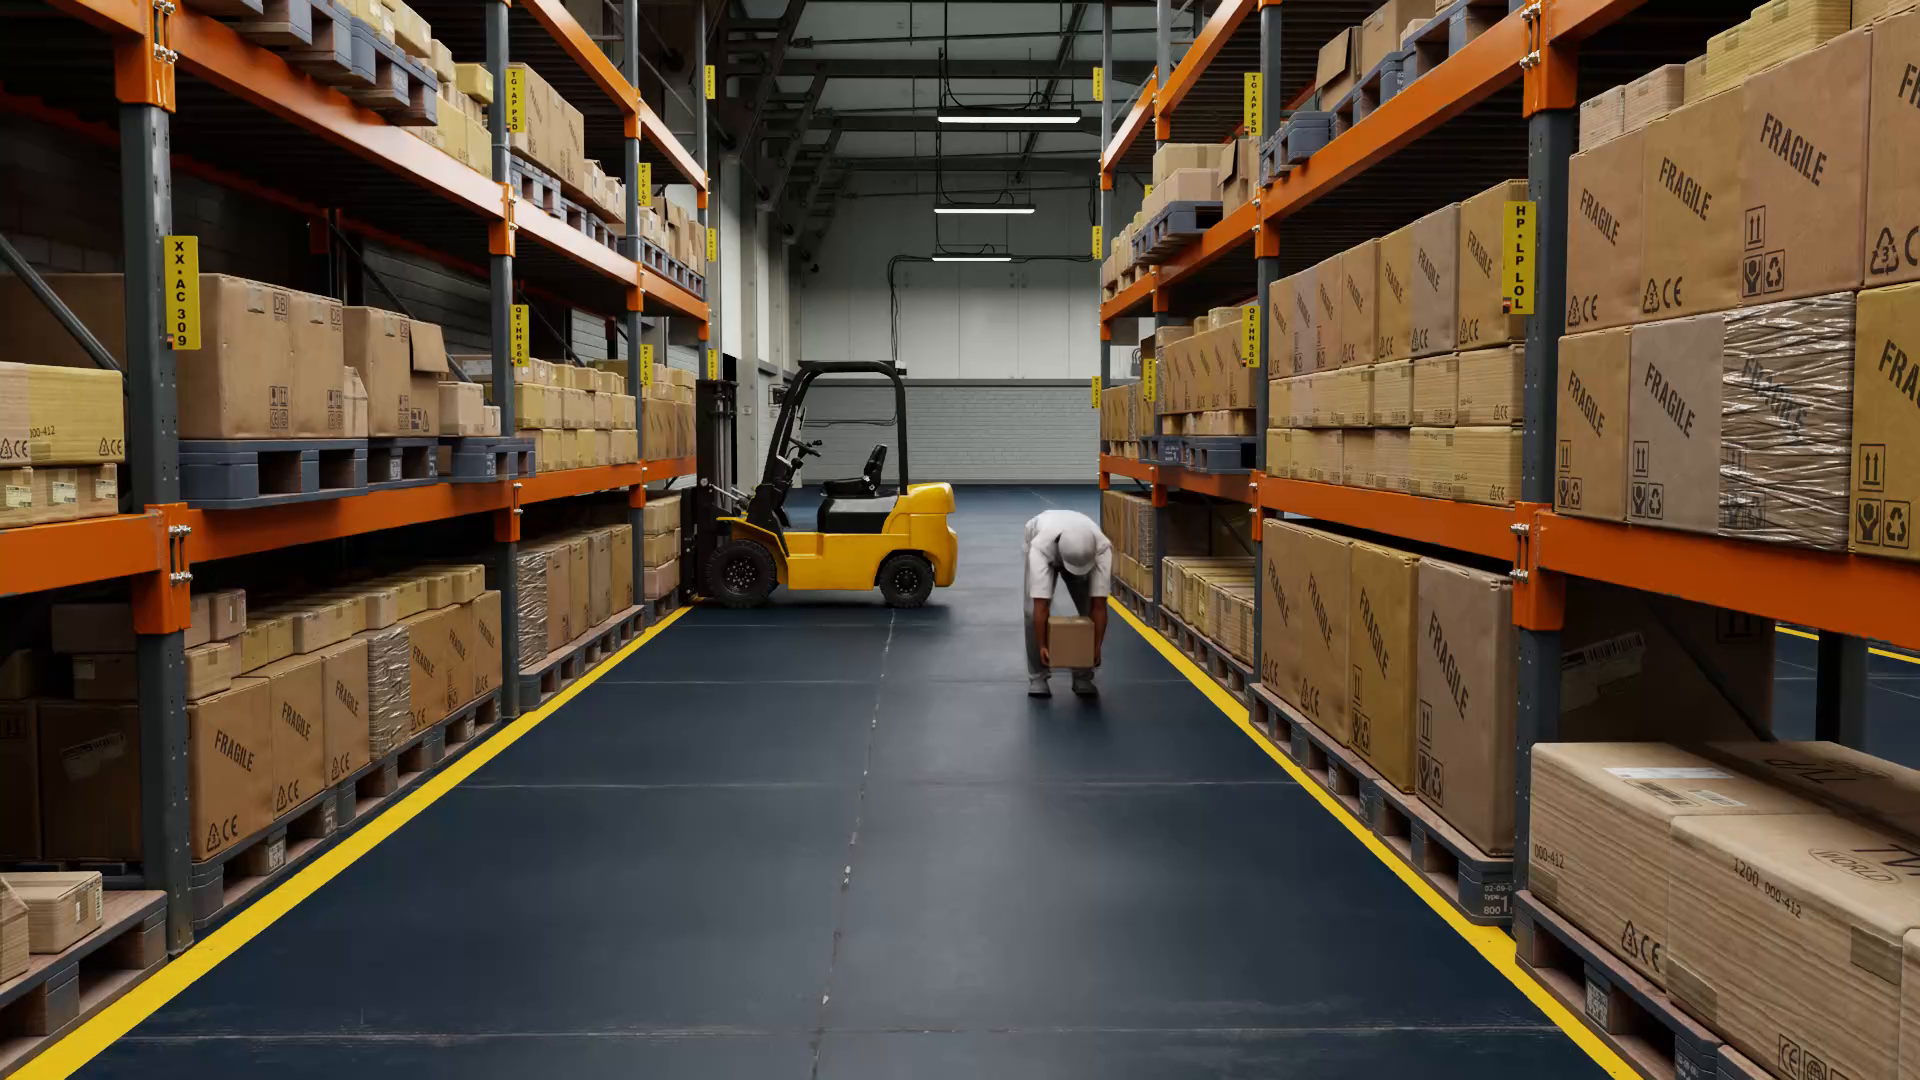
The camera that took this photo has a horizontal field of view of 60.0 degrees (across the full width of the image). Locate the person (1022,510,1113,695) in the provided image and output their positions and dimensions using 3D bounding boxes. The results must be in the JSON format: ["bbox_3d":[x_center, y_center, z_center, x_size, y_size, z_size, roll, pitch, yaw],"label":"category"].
[{"bbox_3d":[0.621,0.378,9.536,0.480,1.075,0.982,0,4,-5],"label":"person"}]
